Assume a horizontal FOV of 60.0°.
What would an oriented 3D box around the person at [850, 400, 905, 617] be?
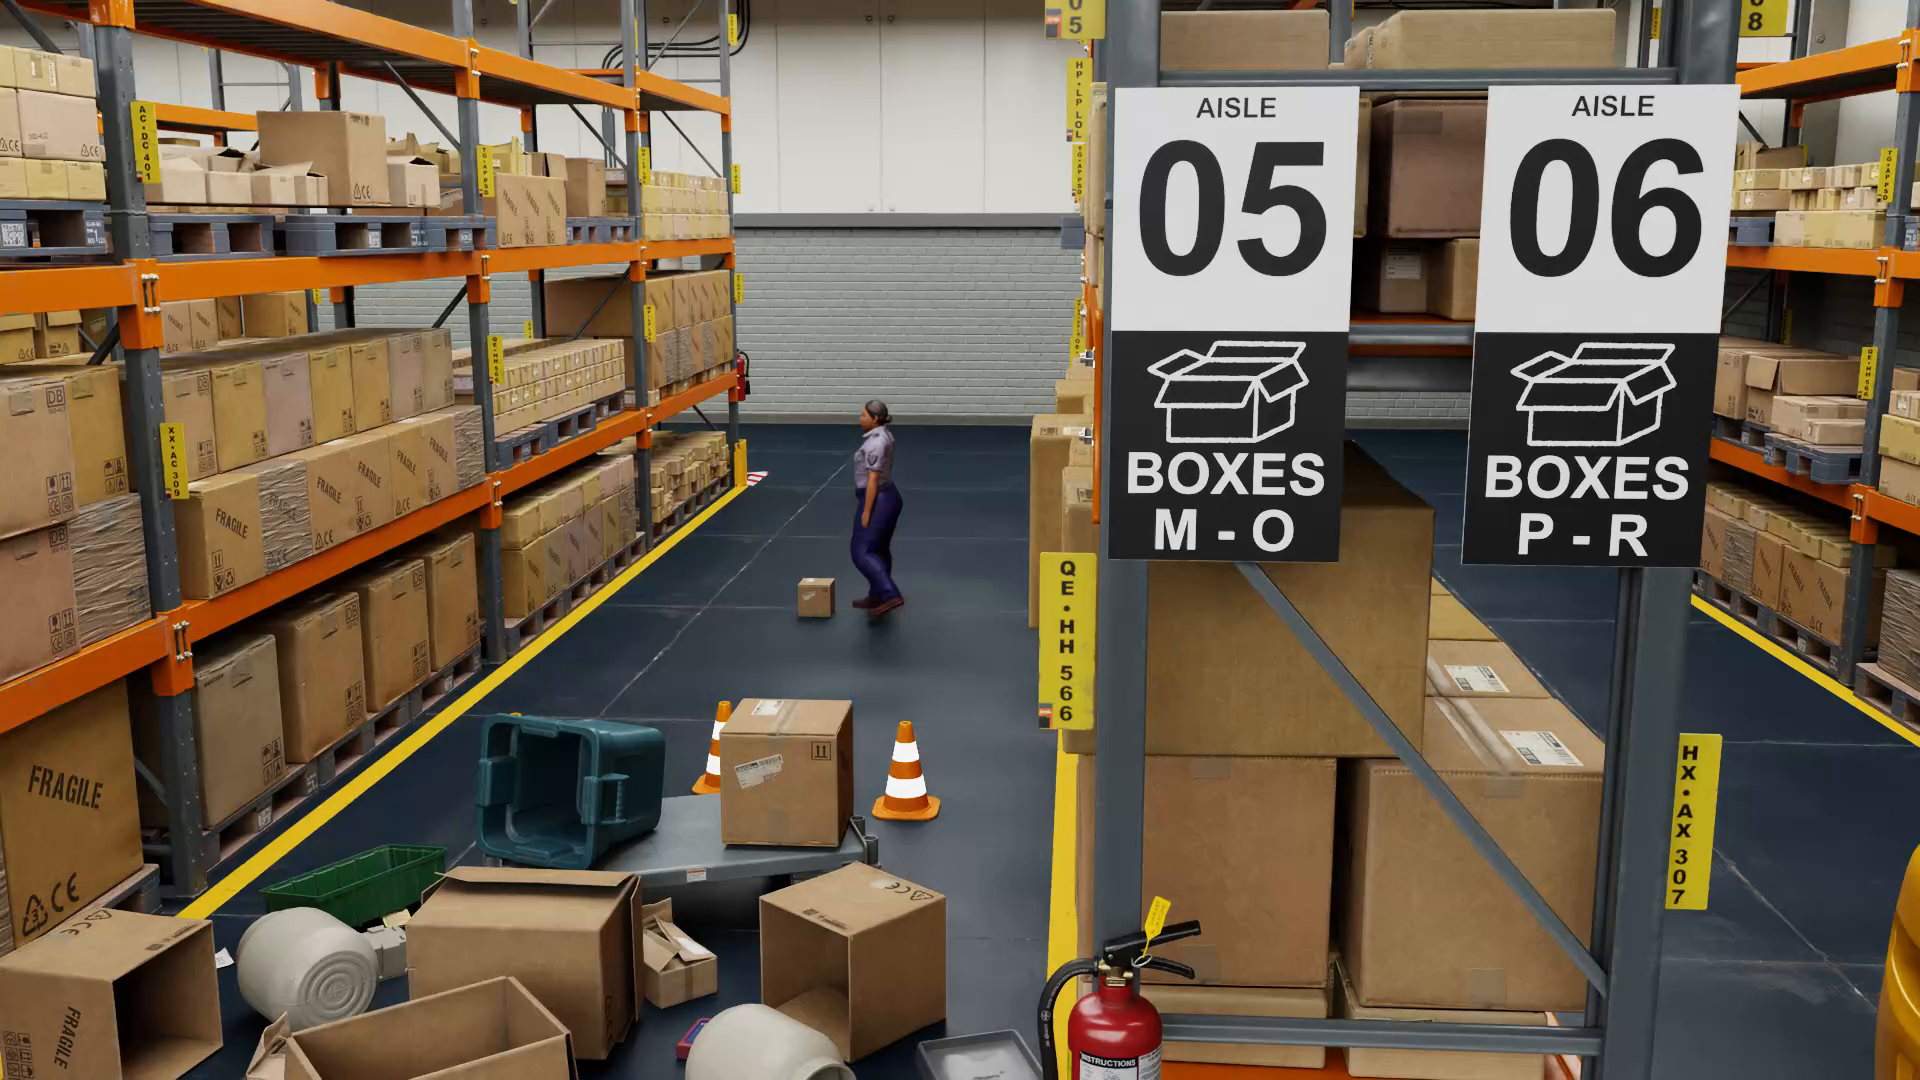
[{"bbox_3d":[-0.641,-0.232,12.634,0.523,1.660,0.657,2,11,11],"label":"person"}]
